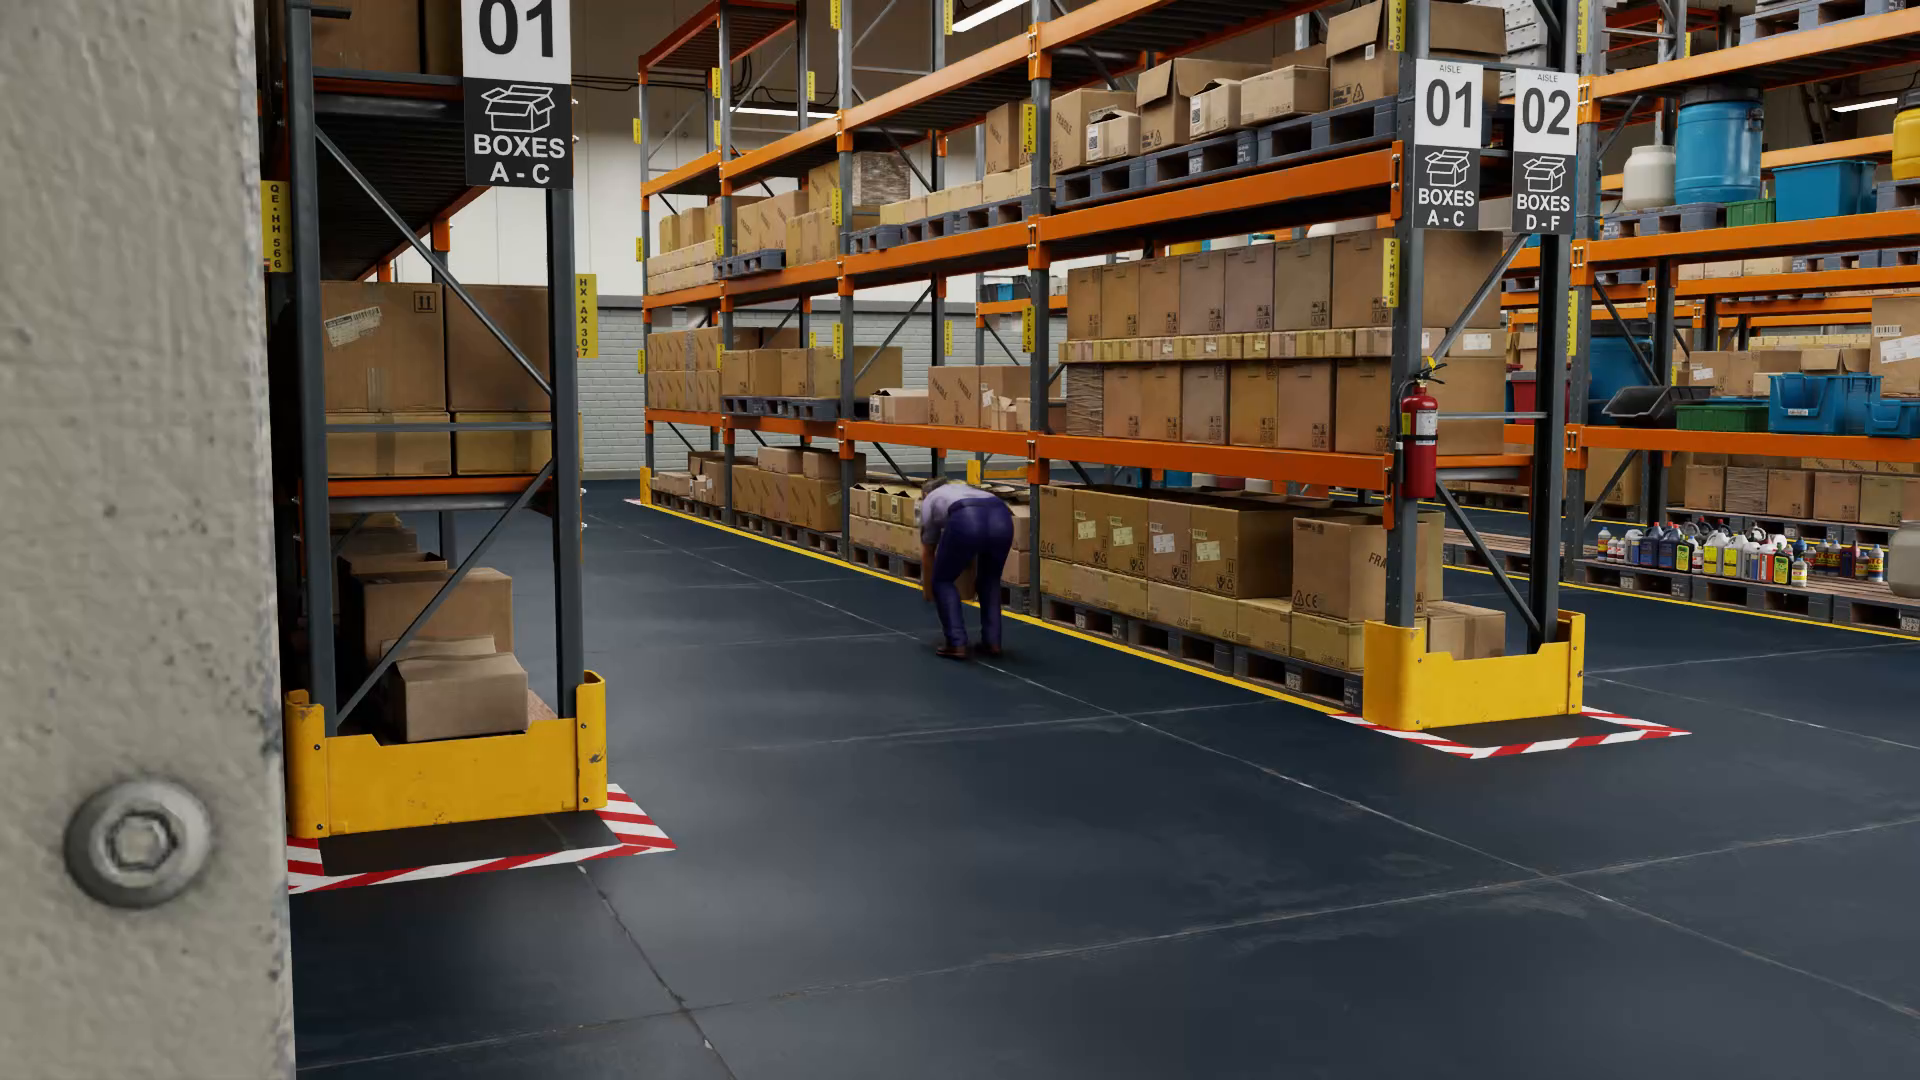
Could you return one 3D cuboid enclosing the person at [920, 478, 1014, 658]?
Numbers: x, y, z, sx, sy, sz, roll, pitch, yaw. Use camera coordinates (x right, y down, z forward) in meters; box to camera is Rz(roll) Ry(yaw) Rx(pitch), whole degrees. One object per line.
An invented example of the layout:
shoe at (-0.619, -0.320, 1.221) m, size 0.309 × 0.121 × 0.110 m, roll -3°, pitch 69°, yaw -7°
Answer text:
person at (-0.008, 0.163, 10.356) m, size 0.468 × 1.072 × 0.904 m, roll -3°, pitch 6°, yaw -25°
